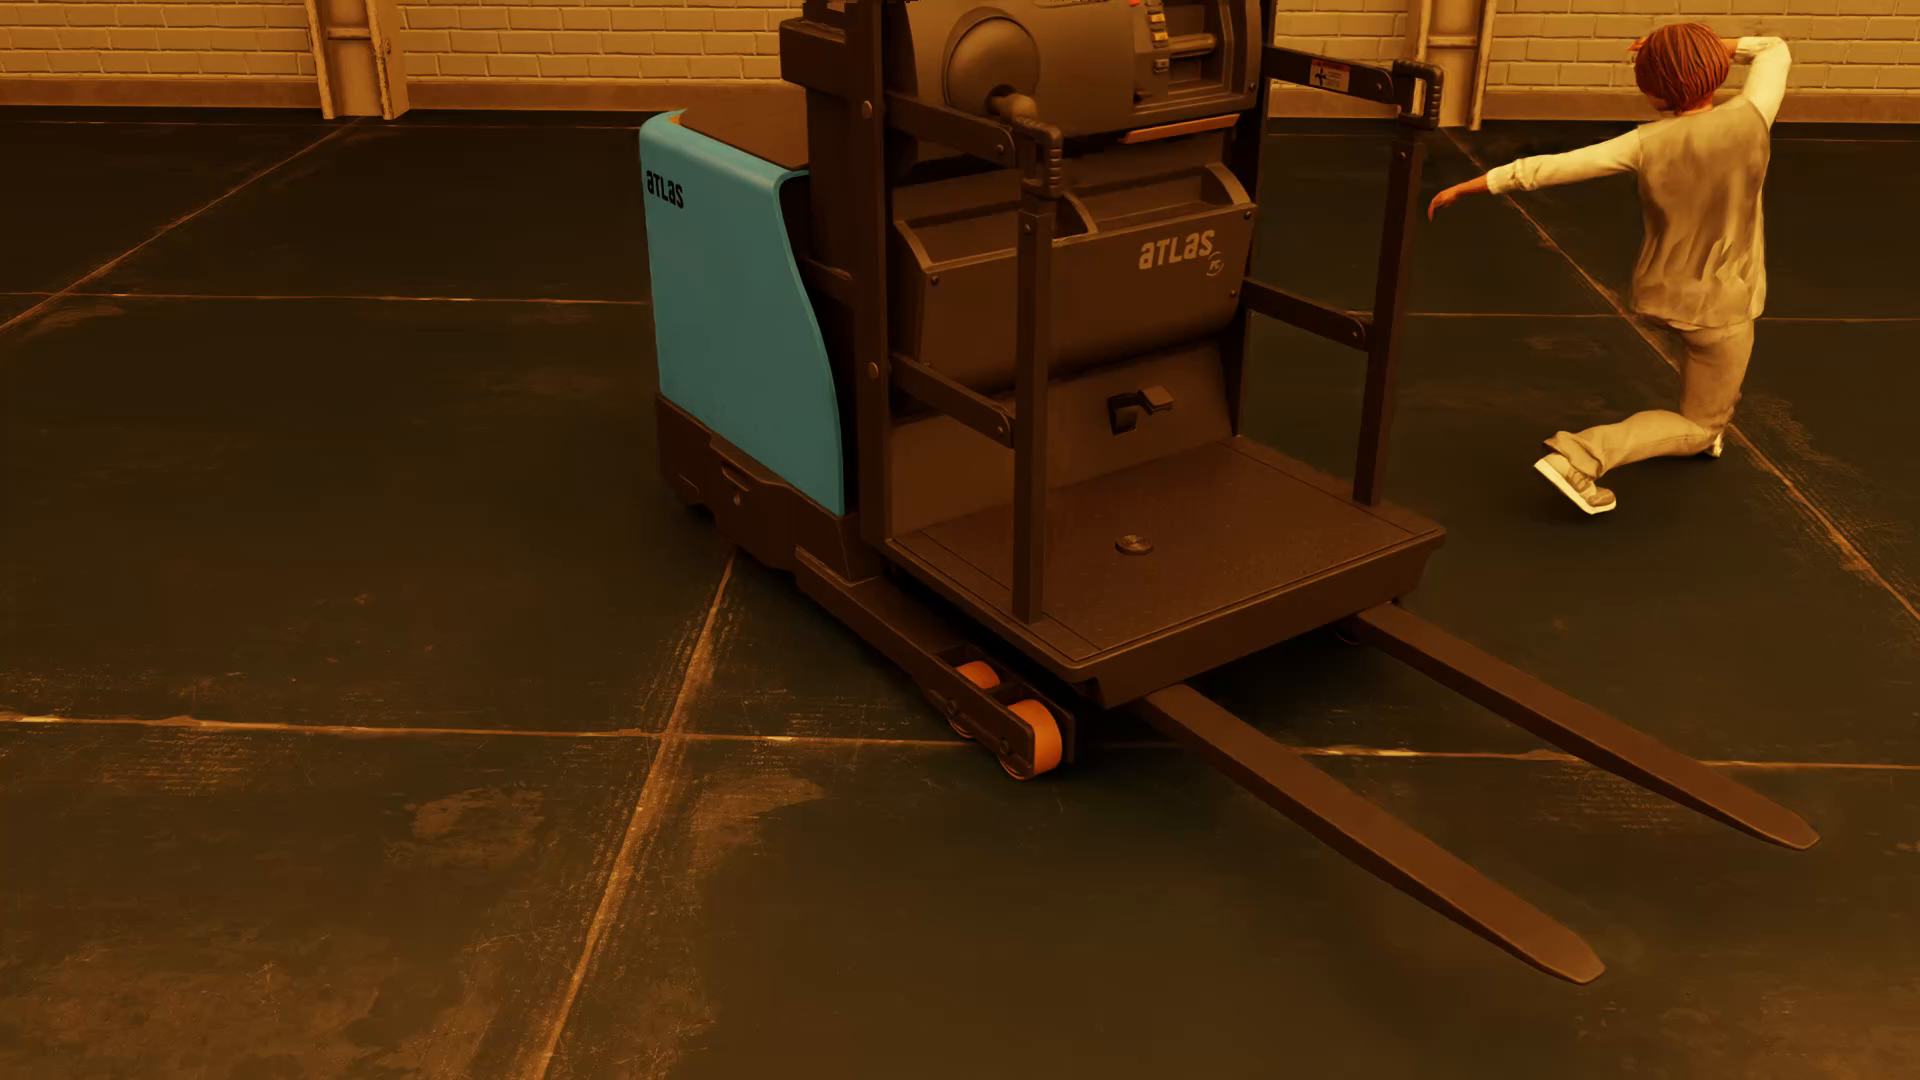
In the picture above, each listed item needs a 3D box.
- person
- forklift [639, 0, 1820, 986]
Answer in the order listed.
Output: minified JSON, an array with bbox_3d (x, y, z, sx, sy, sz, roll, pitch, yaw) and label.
[{"bbox_3d":[1.846,-0.806,4.673,0.819,1.308,0.843,-23,34,-38],"label":"person"},{"bbox_3d":[0.392,-1.053,3.343,1.130,2.935,3.031,-17,31,-31],"label":"forklift"}]
